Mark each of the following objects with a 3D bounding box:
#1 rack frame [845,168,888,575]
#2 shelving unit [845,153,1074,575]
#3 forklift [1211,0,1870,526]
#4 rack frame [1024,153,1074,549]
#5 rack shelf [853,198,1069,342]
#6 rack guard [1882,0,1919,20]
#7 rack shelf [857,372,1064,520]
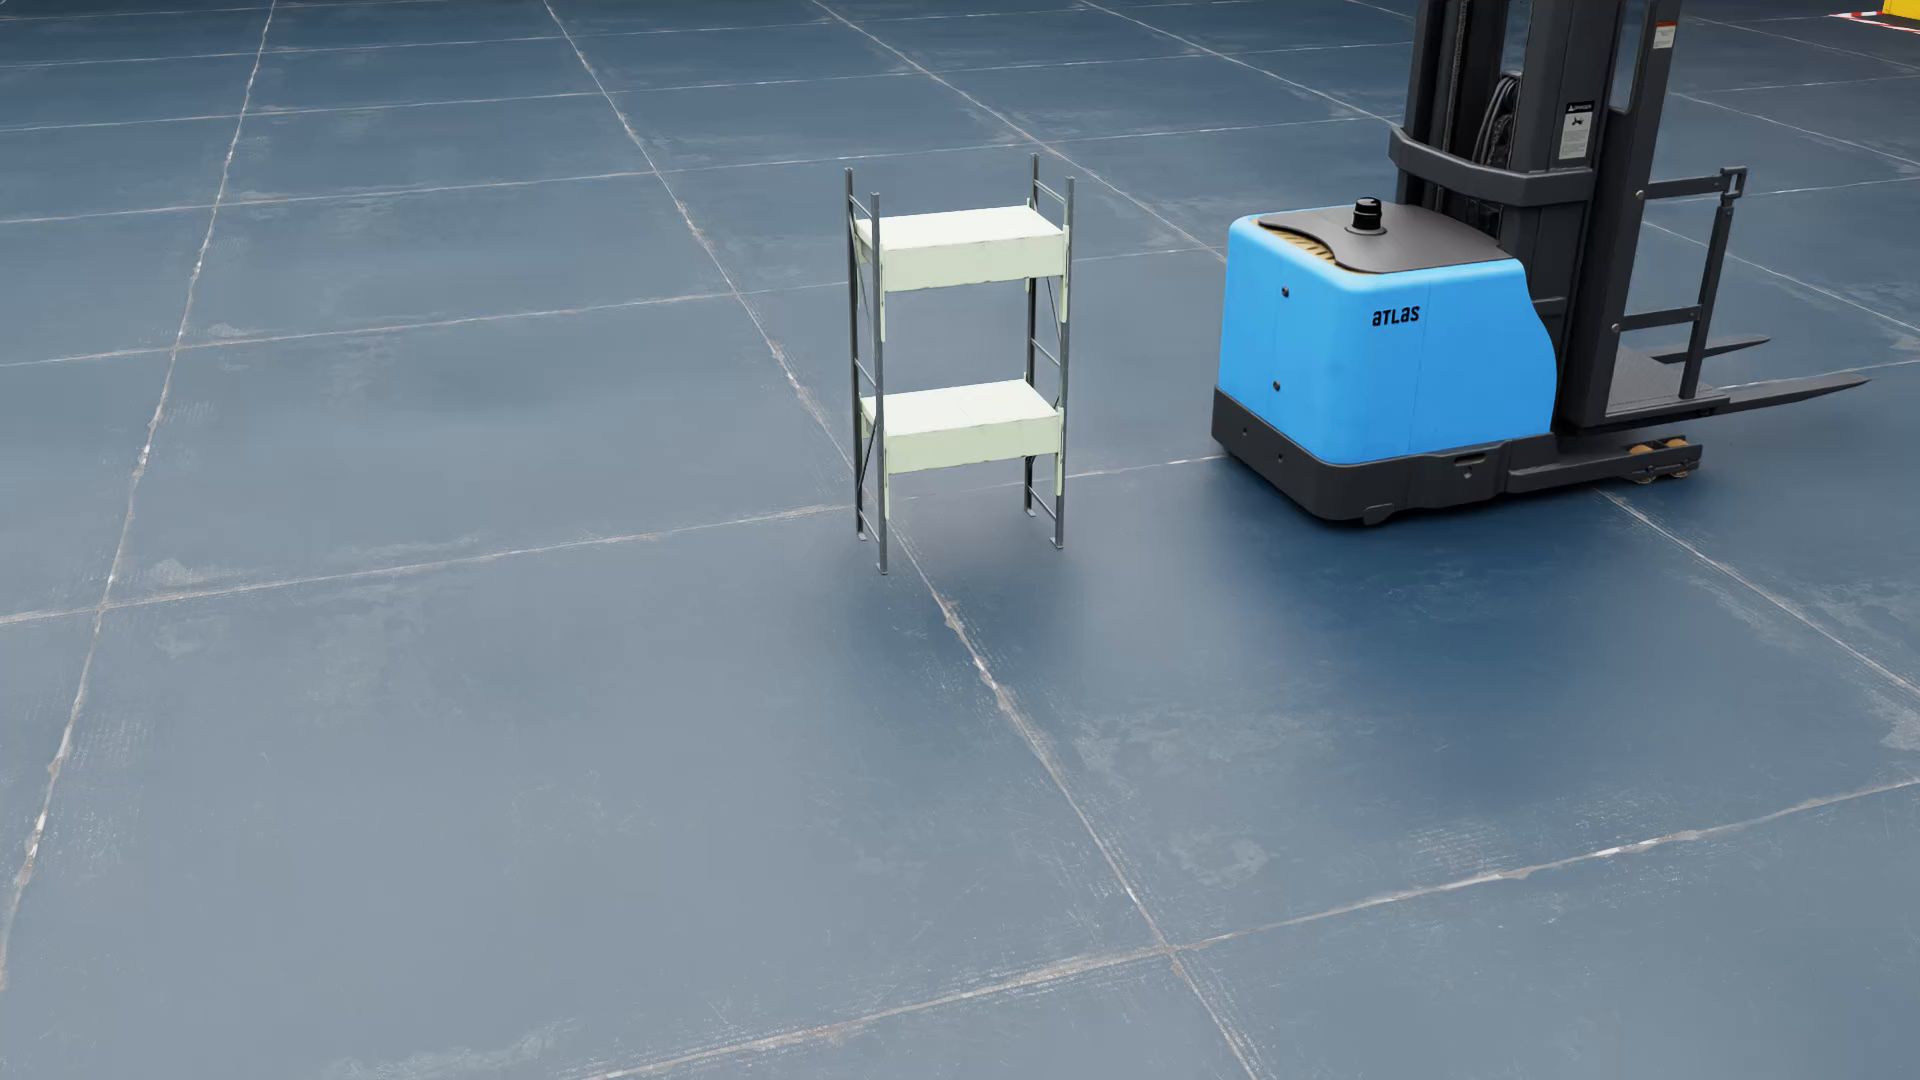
[{"bbox_3d":[-0.354,-0.620,6.313,0.023,1.500,0.400,-8,28,-16],"label":"rack frame"},{"bbox_3d":[-0.006,-0.671,6.415,0.755,1.500,0.431,-8,28,-16],"label":"shelving unit"},{"bbox_3d":[2.712,-1.766,7.011,3.031,2.935,1.130,-9,28,-18],"label":"forklift"},{"bbox_3d":[0.342,-0.721,6.516,0.023,1.500,0.400,-8,28,-16],"label":"rack frame"},{"bbox_3d":[-0.006,-1.020,6.241,0.720,0.370,0.431,-8,28,-16],"label":"rack shelf"},{"bbox_3d":[10.687,-5.937,18.147,0.348,0.500,1.175,-8,28,-16],"label":"rack guard"},{"bbox_3d":[-0.006,-0.379,6.560,0.720,0.370,0.431,-8,28,-16],"label":"rack shelf"}]
